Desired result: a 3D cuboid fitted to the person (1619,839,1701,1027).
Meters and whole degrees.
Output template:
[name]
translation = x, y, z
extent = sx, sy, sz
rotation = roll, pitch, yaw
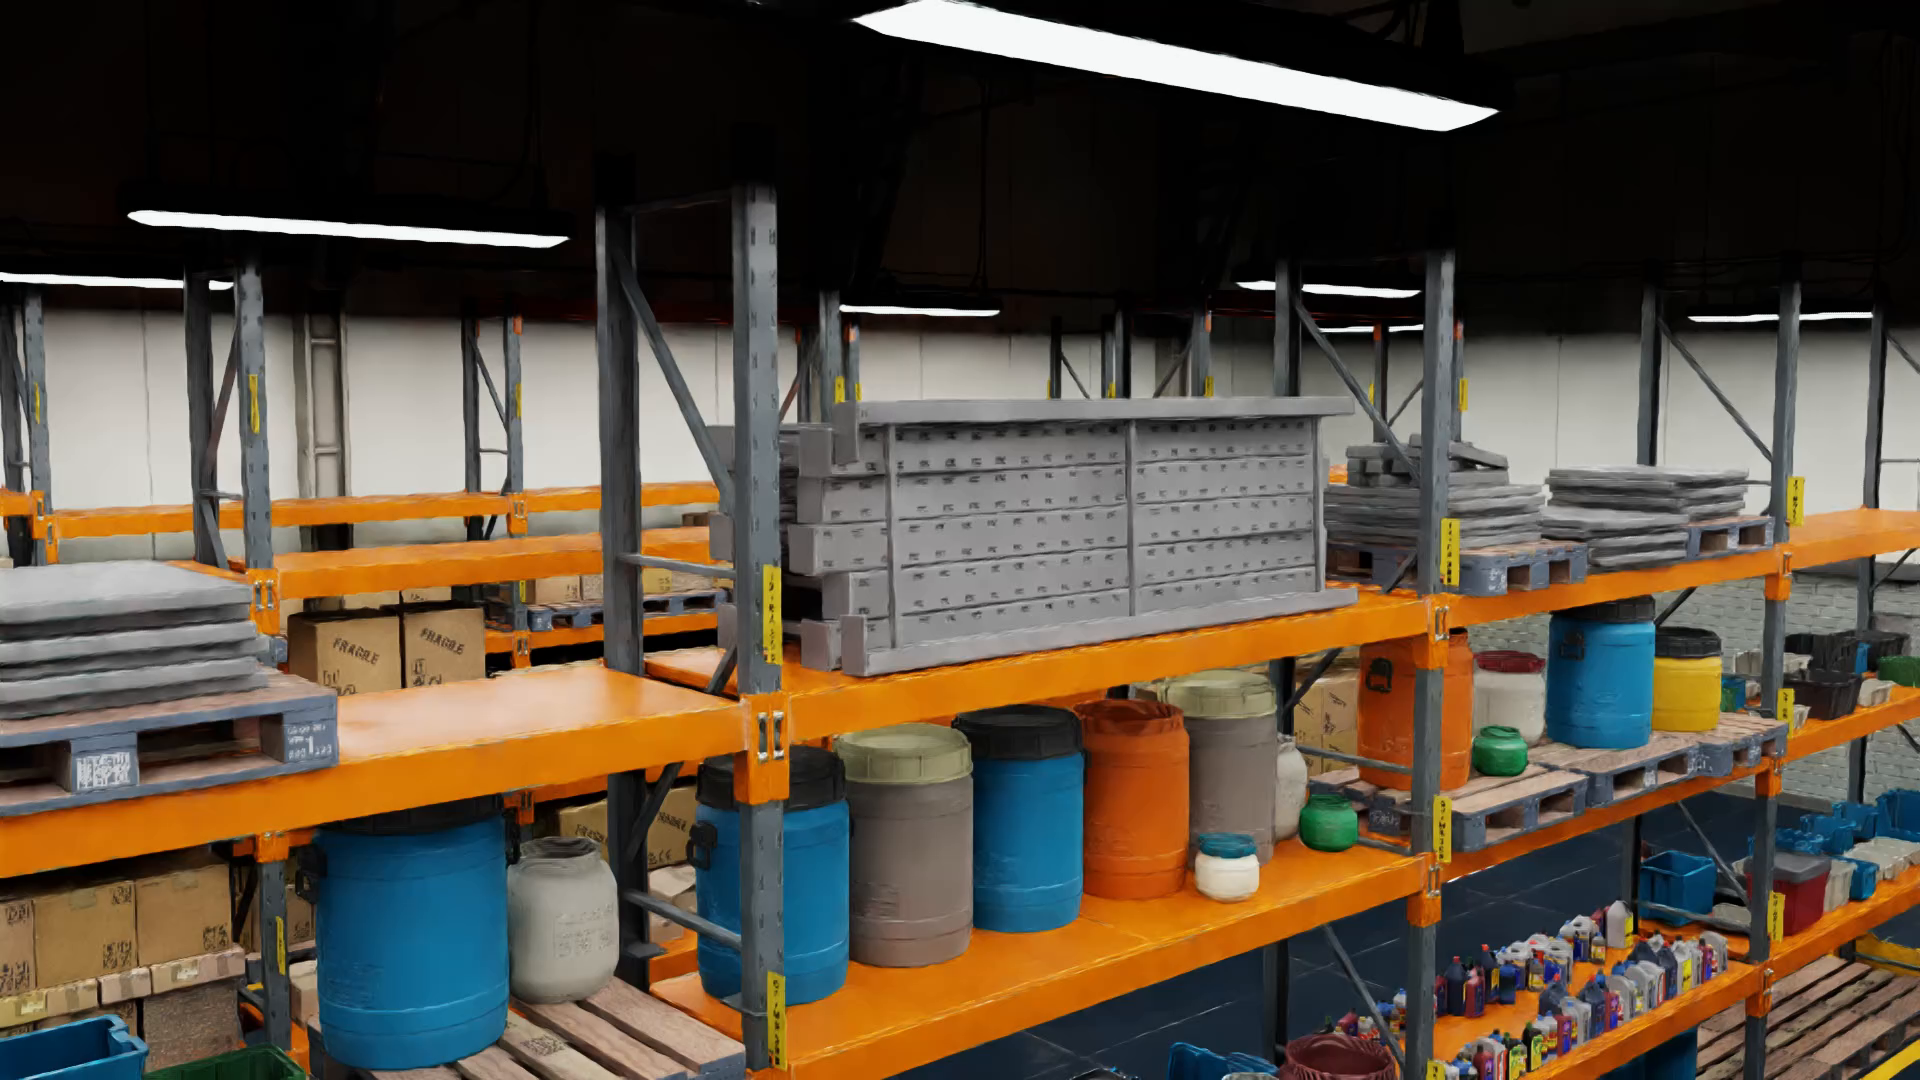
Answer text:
[person]
translation = 5.385, 3.133, 13.028
extent = 0.959, 1.611, 0.488
rotation = -2, 6, -19
